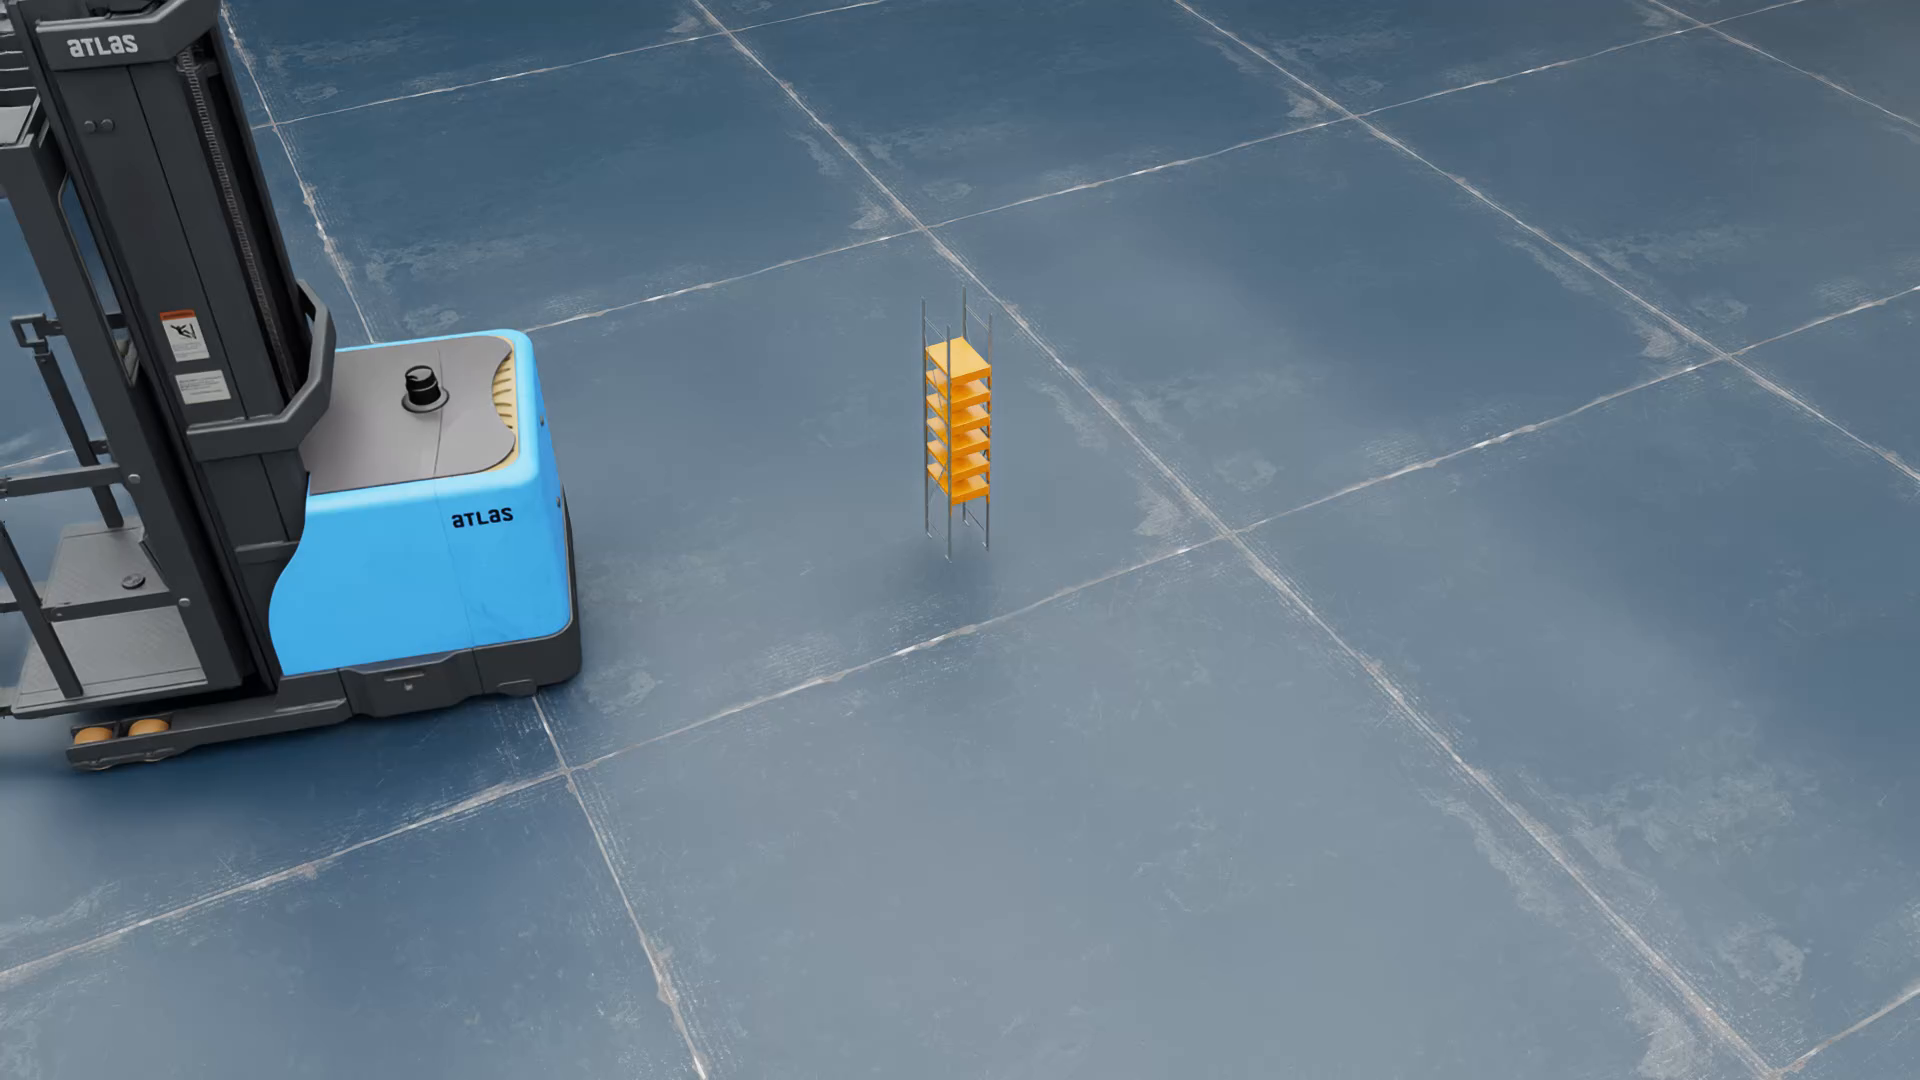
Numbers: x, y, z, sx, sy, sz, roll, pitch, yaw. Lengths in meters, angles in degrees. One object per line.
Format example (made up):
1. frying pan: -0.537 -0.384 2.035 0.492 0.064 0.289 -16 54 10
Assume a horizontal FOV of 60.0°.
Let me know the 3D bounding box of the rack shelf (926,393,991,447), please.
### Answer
1. rack shelf: -0.013 -0.511 6.808 0.180 0.103 0.258 -19 44 -21

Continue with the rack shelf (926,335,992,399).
1. rack shelf: -0.013 -0.694 6.653 0.180 0.103 0.258 -19 44 -21

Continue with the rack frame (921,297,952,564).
1. rack frame: -0.094 -0.426 6.825 0.006 1.200 0.240 -19 44 -21

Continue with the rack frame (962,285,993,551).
1. rack frame: 0.068 -0.481 6.890 0.006 1.200 0.240 -19 44 -21

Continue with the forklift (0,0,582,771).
1. forklift: -3.065 -0.633 5.729 3.031 2.935 1.130 -8 41 -10

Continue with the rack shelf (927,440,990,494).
1. rack shelf: -0.013 -0.328 6.963 0.180 0.103 0.258 -19 44 -21

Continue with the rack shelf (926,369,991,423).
1. rack shelf: -0.013 -0.603 6.731 0.180 0.103 0.258 -19 44 -21

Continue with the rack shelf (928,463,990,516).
1. rack shelf: -0.013 -0.237 7.041 0.180 0.103 0.258 -19 44 -21

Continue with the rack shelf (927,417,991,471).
1. rack shelf: -0.013 -0.420 6.886 0.180 0.103 0.258 -19 44 -21

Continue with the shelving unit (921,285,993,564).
1. shelving unit: -0.013 -0.454 6.857 0.189 1.200 0.258 -19 44 -21
